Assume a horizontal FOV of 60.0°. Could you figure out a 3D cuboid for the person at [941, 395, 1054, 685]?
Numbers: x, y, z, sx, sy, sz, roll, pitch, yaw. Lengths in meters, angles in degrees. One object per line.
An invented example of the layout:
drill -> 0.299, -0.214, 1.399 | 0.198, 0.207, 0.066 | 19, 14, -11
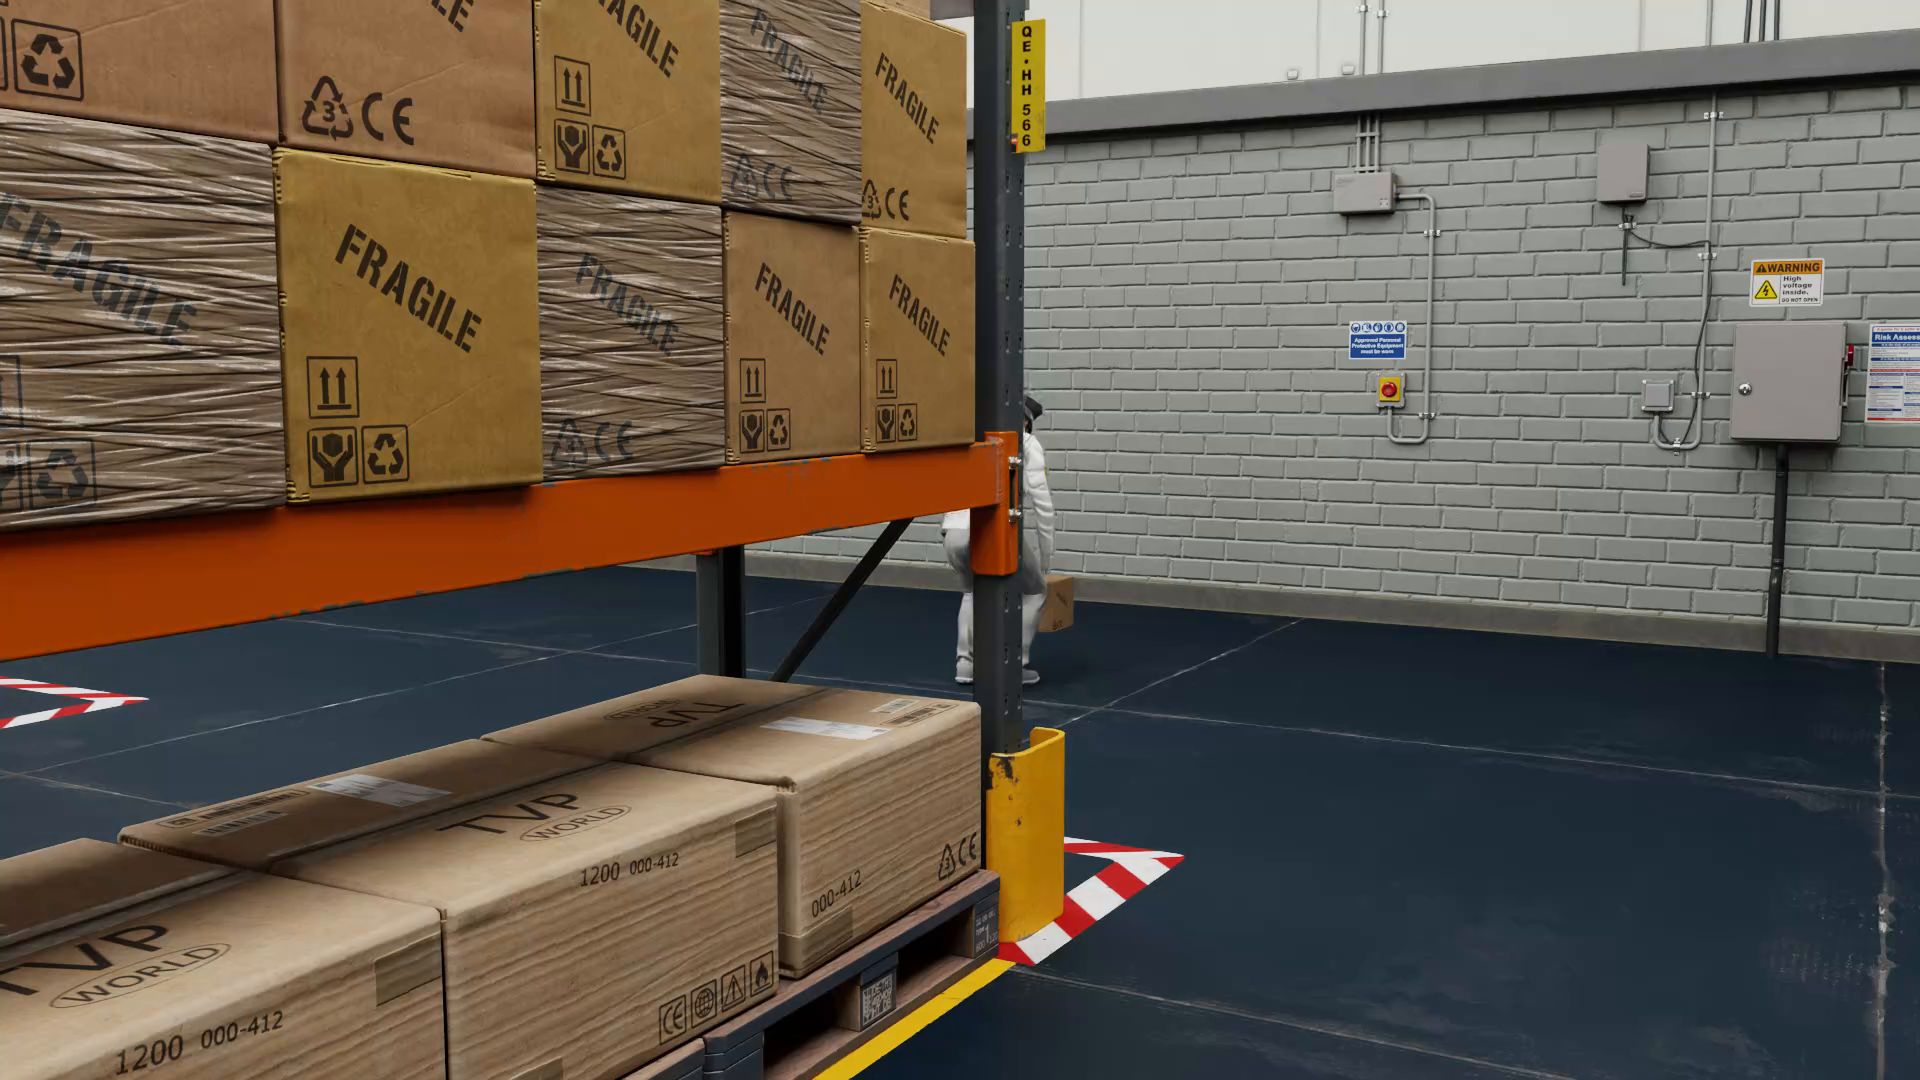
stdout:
person -> 0.166, -0.009, 7.860 | 0.535, 1.376, 0.708 | 3, 7, 29
